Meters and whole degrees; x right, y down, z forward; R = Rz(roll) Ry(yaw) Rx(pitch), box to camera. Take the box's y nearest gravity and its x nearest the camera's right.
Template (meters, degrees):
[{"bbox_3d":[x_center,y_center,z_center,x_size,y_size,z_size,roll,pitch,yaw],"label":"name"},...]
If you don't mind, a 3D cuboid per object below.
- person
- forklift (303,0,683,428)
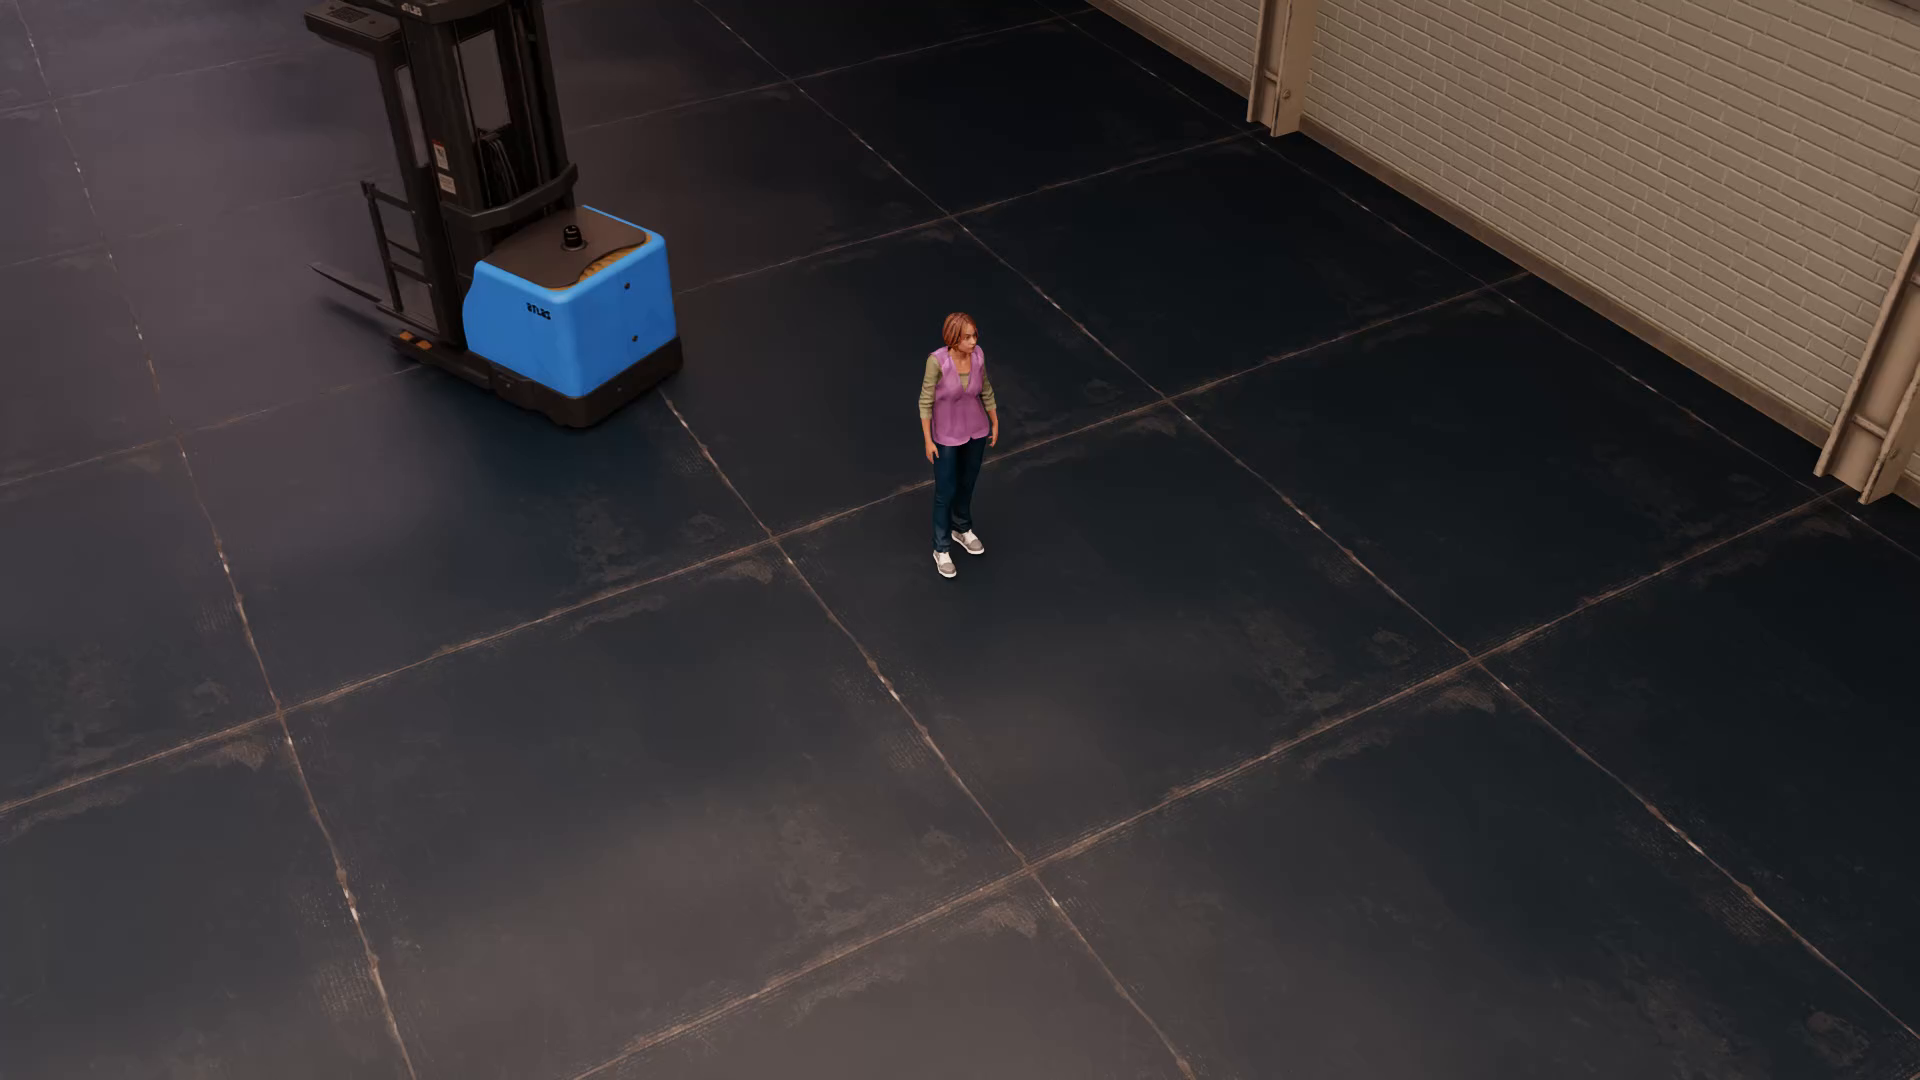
[{"bbox_3d":[0.024,-0.575,9.763,0.520,1.597,0.476,-20,44,-23],"label":"person"},{"bbox_3d":[-3.448,-2.629,11.206,3.031,2.935,1.130,24,46,27],"label":"forklift"}]
